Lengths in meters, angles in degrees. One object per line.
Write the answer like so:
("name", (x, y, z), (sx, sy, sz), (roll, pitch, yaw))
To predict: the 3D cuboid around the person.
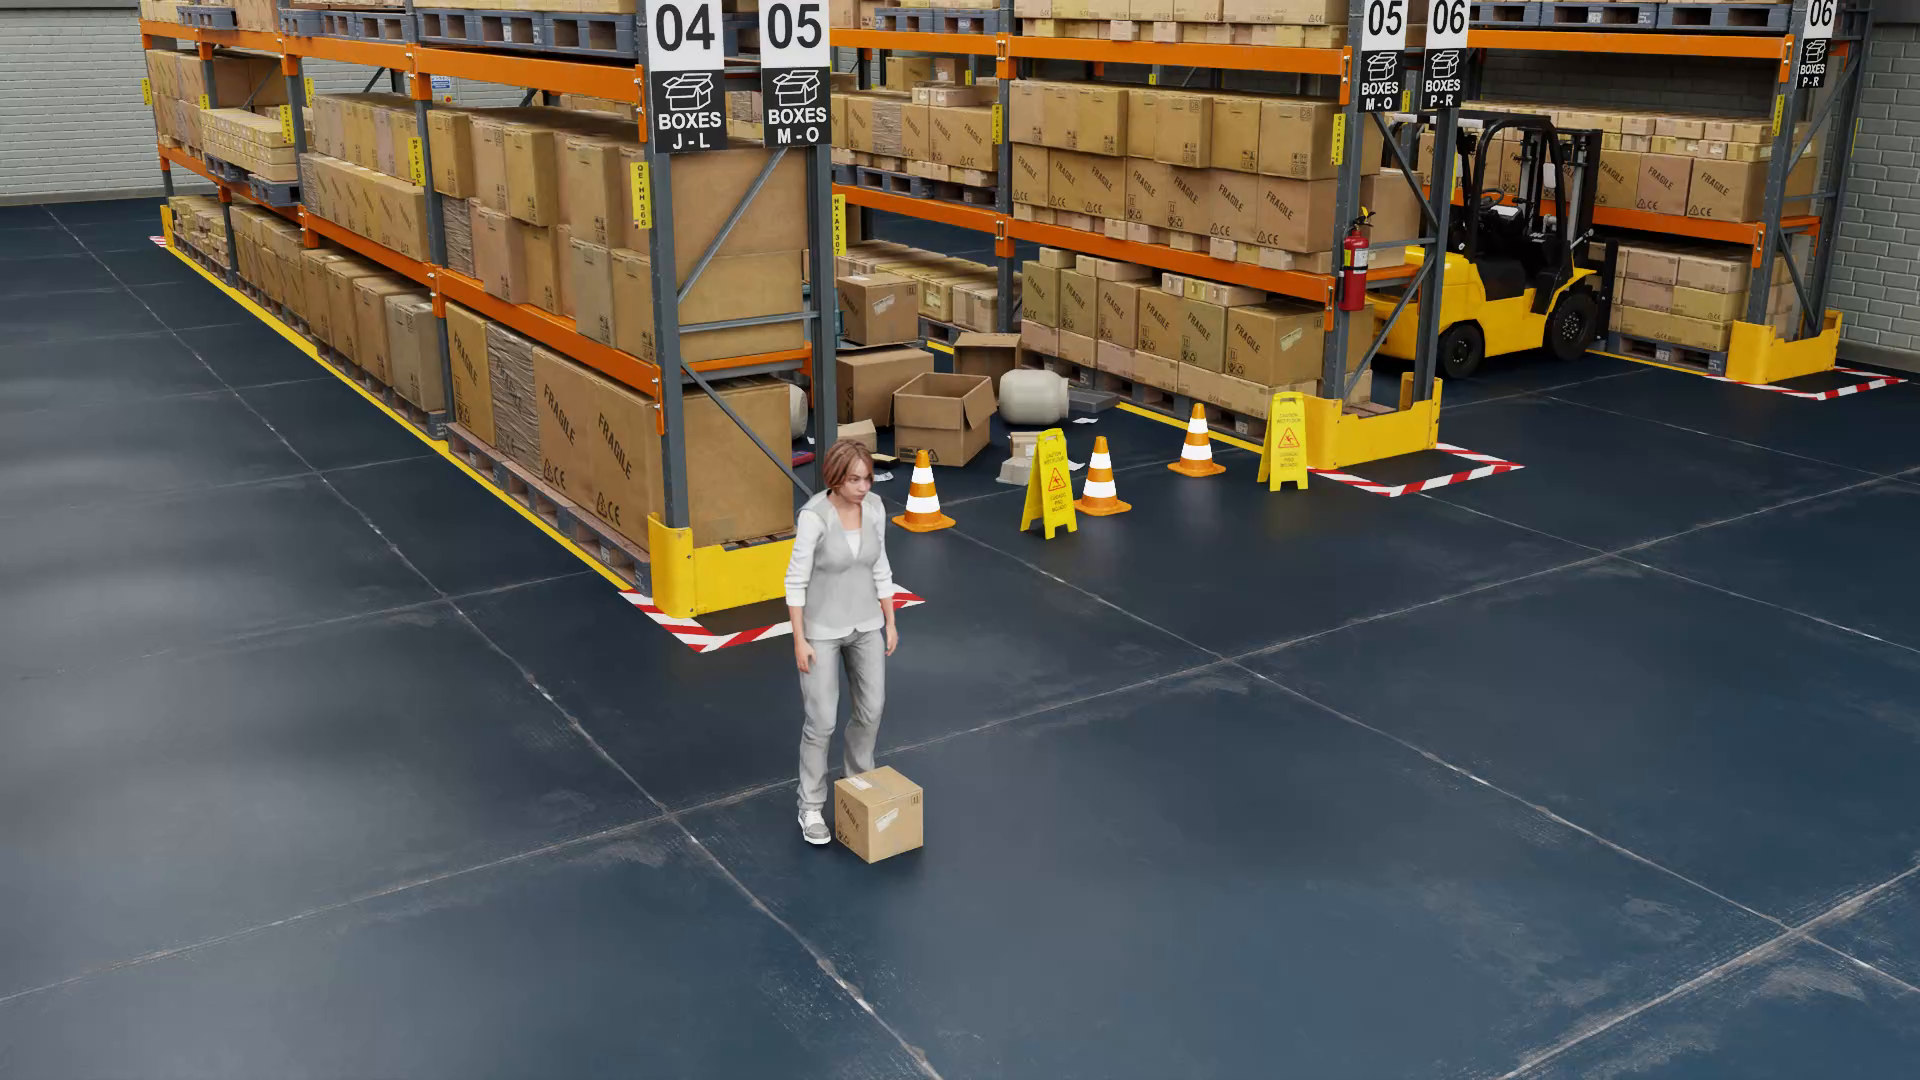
("person", (-0.455, 0.371, 6.458), (0.462, 1.593, 0.344), (-12, 22, -31))
